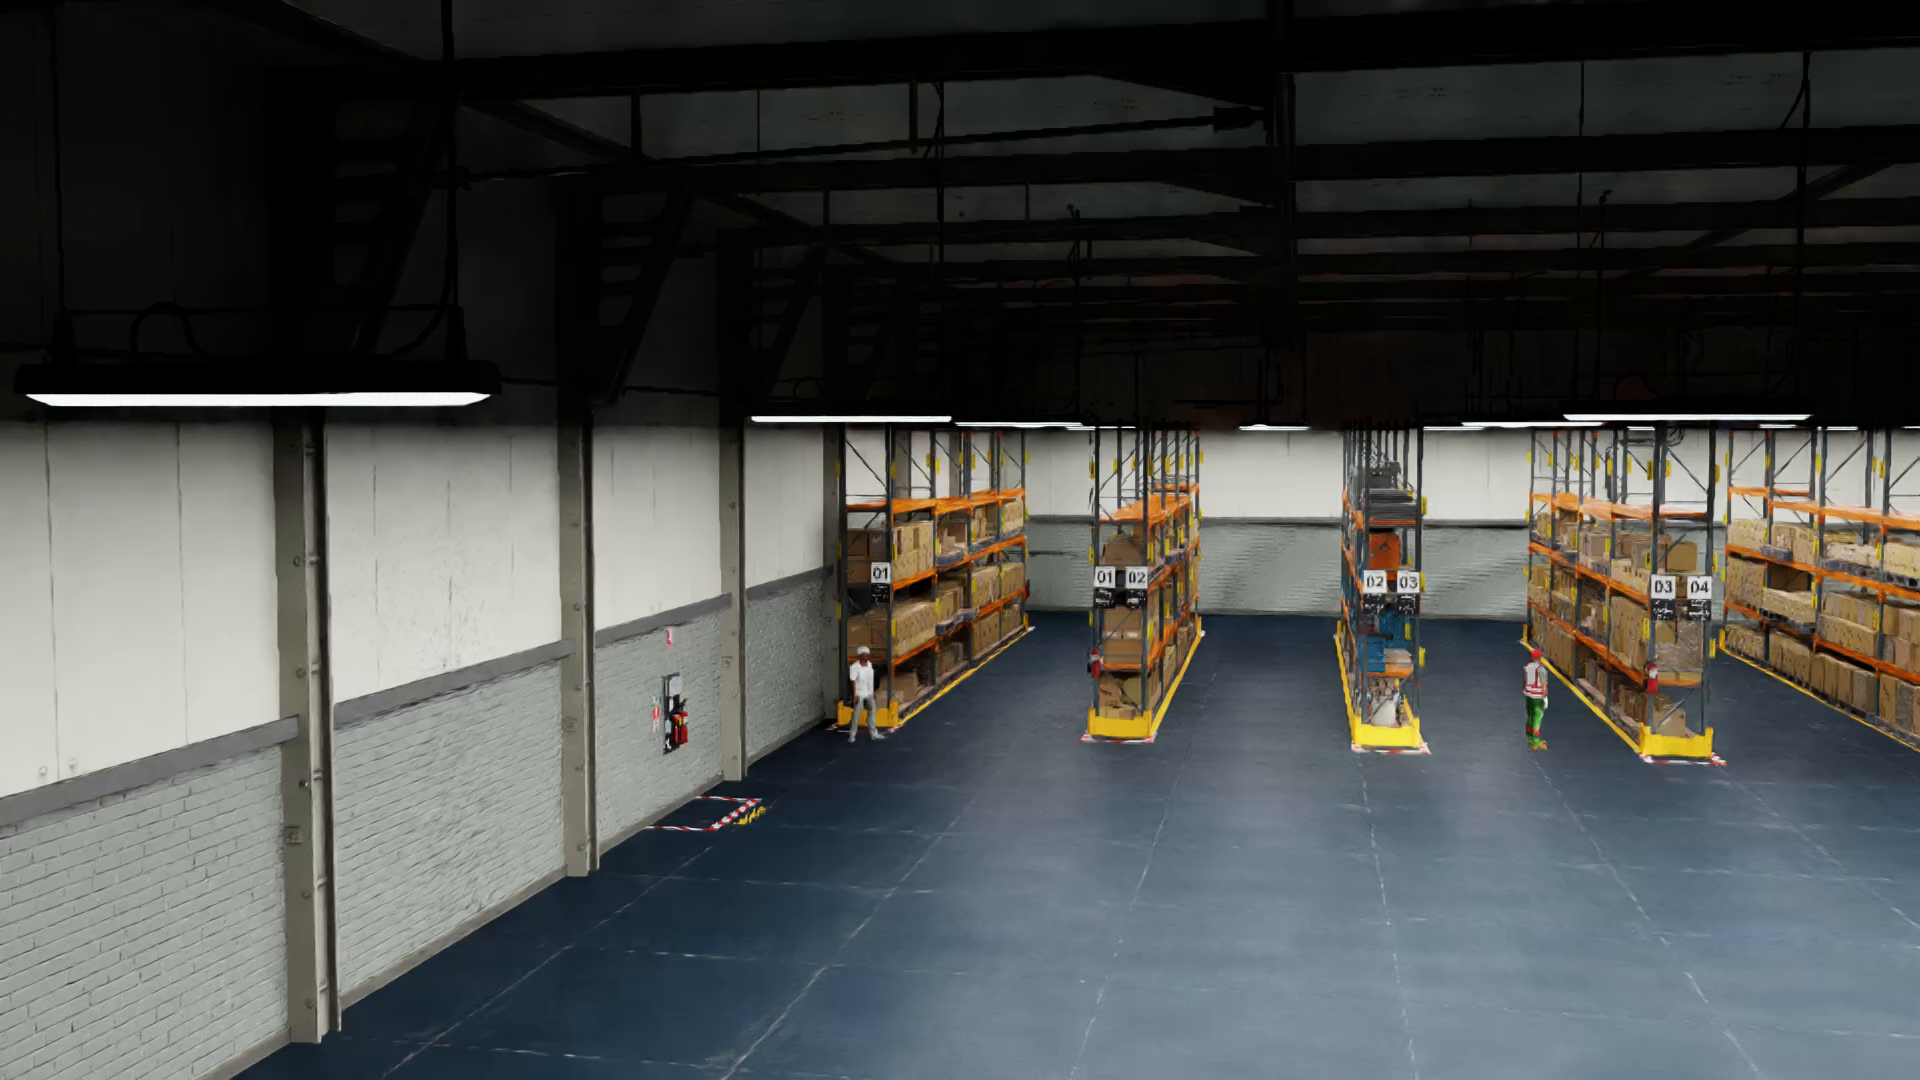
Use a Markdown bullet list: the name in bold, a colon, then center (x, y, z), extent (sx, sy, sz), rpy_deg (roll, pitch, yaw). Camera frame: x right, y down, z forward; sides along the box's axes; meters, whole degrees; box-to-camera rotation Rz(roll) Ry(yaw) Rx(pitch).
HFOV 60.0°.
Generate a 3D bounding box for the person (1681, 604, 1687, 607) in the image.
- **person**: center (19.743, 1.898, 45.444), extent (0.596, 1.771, 0.692), rpy_deg (-1, 4, -18)

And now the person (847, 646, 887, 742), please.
- **person**: center (-1.764, 2.834, 30.722), extent (0.501, 1.760, 0.689), rpy_deg (3, 5, 42)

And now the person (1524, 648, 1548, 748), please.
- **person**: center (10.499, 2.850, 30.214), extent (0.451, 1.789, 0.605), rpy_deg (-1, 4, -17)
